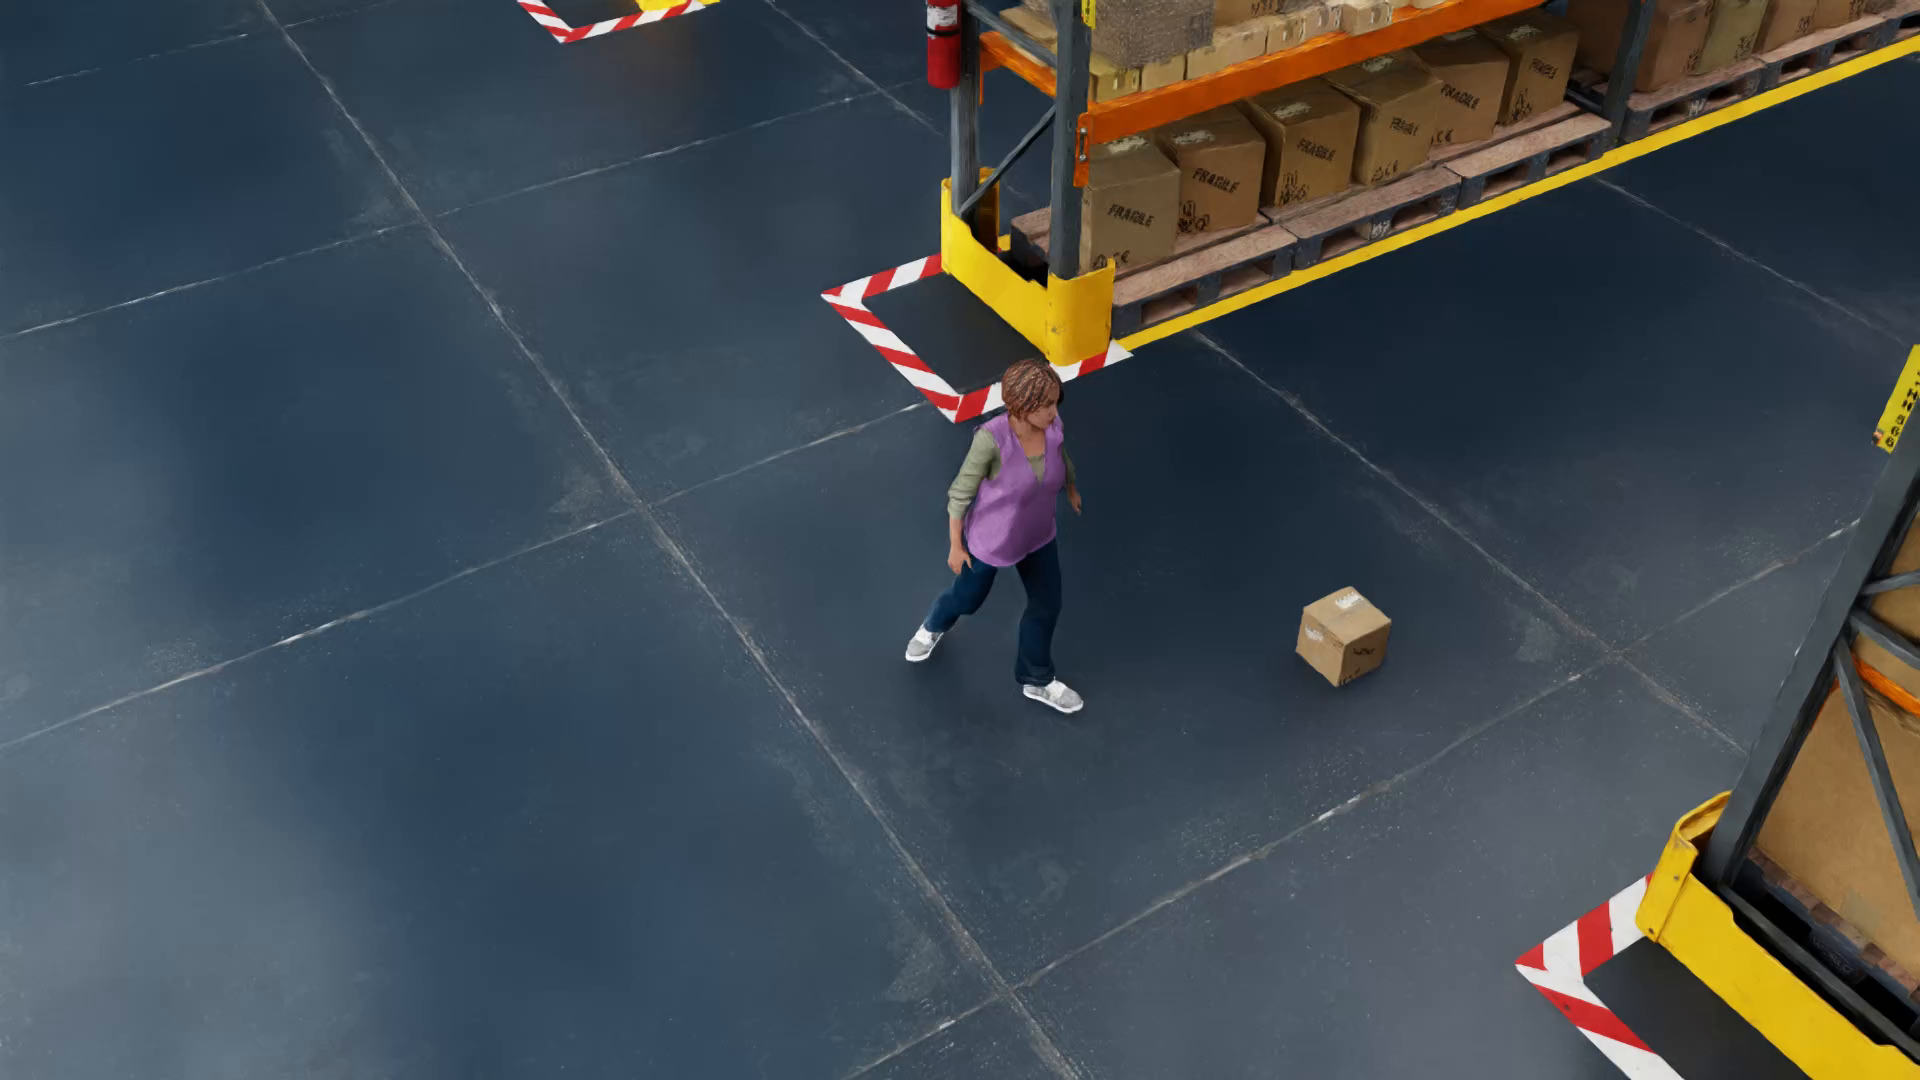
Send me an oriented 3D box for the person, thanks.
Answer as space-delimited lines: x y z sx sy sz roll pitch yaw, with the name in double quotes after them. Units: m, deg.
0.203 -0.058 6.238 0.683 1.566 0.708 -25 47 -25 "person"
